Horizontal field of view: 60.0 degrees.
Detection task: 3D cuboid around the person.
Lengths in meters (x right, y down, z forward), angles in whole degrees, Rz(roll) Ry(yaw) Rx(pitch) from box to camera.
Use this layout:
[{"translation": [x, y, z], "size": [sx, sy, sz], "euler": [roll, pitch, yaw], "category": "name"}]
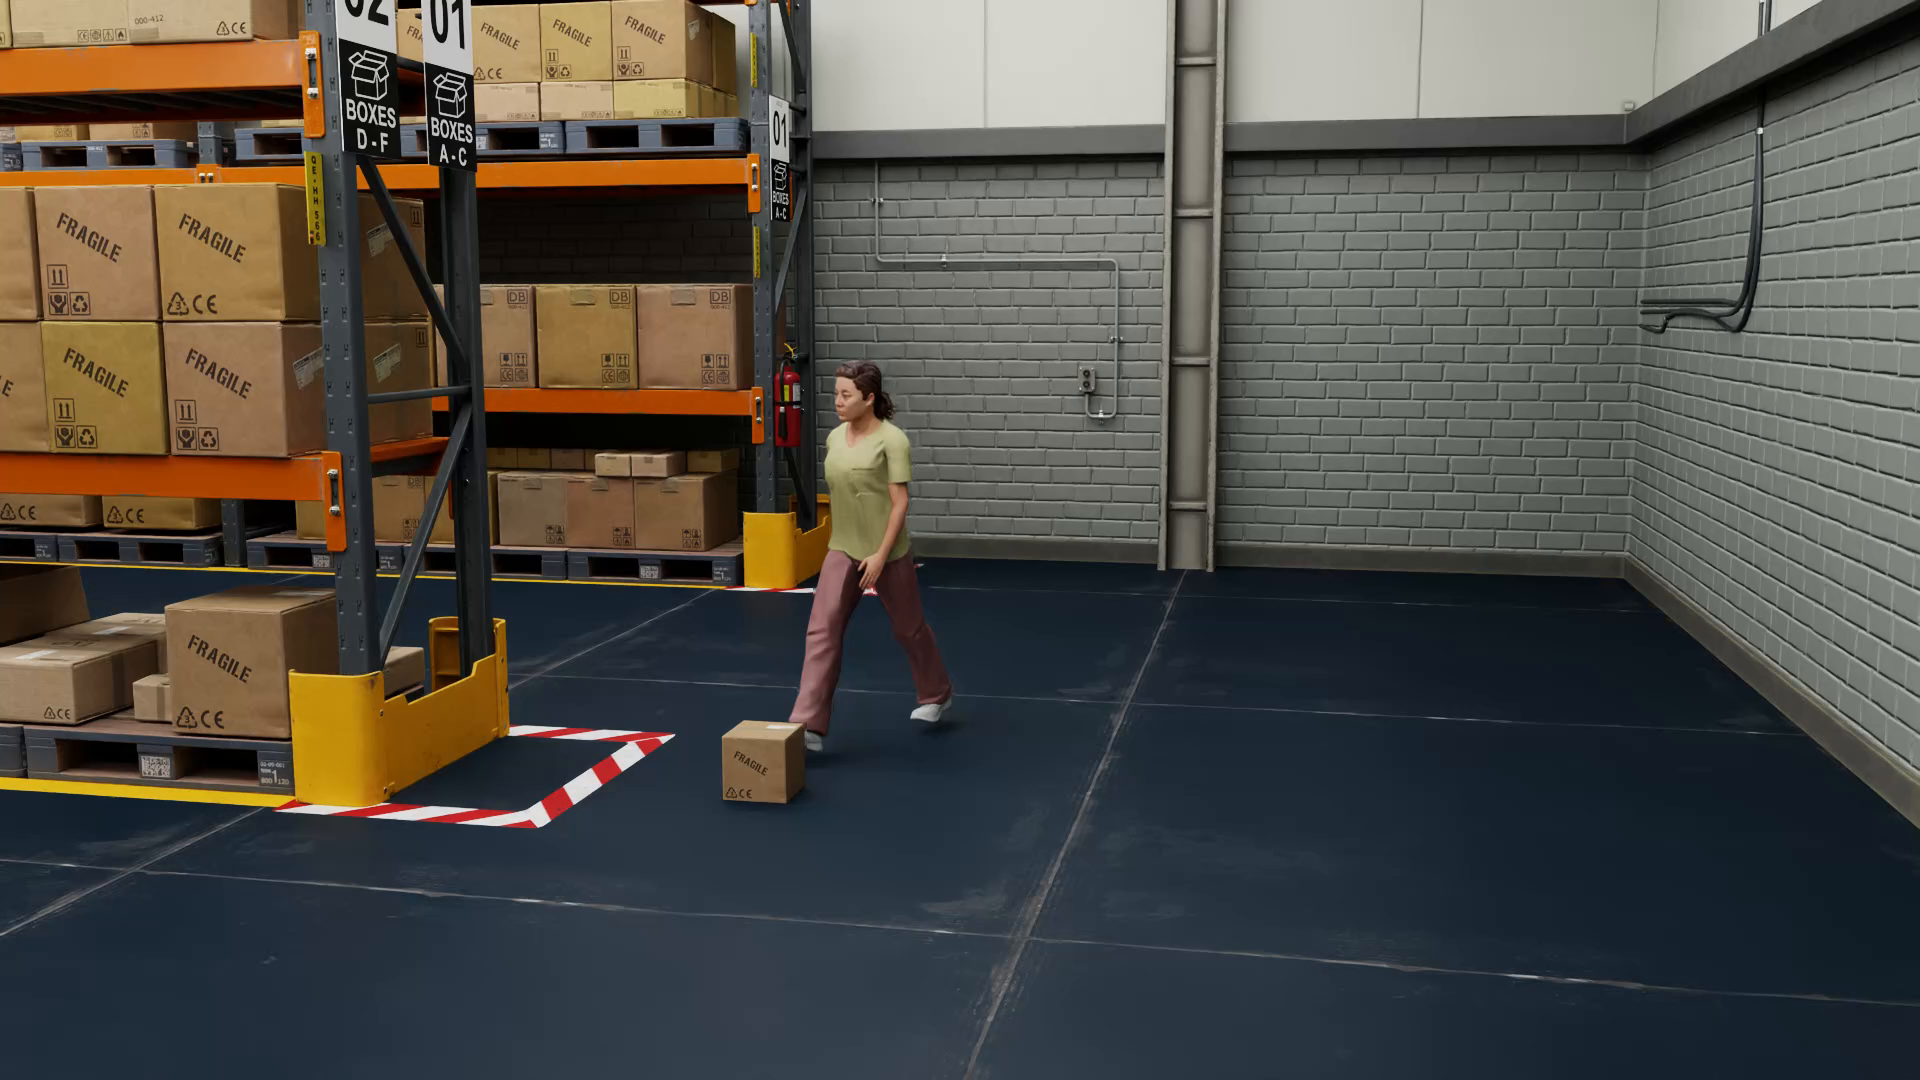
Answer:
[{"translation": [-0.402, 0.051, 6.977], "size": [0.461, 1.610, 1.066], "euler": [4, 9, 28], "category": "person"}]
